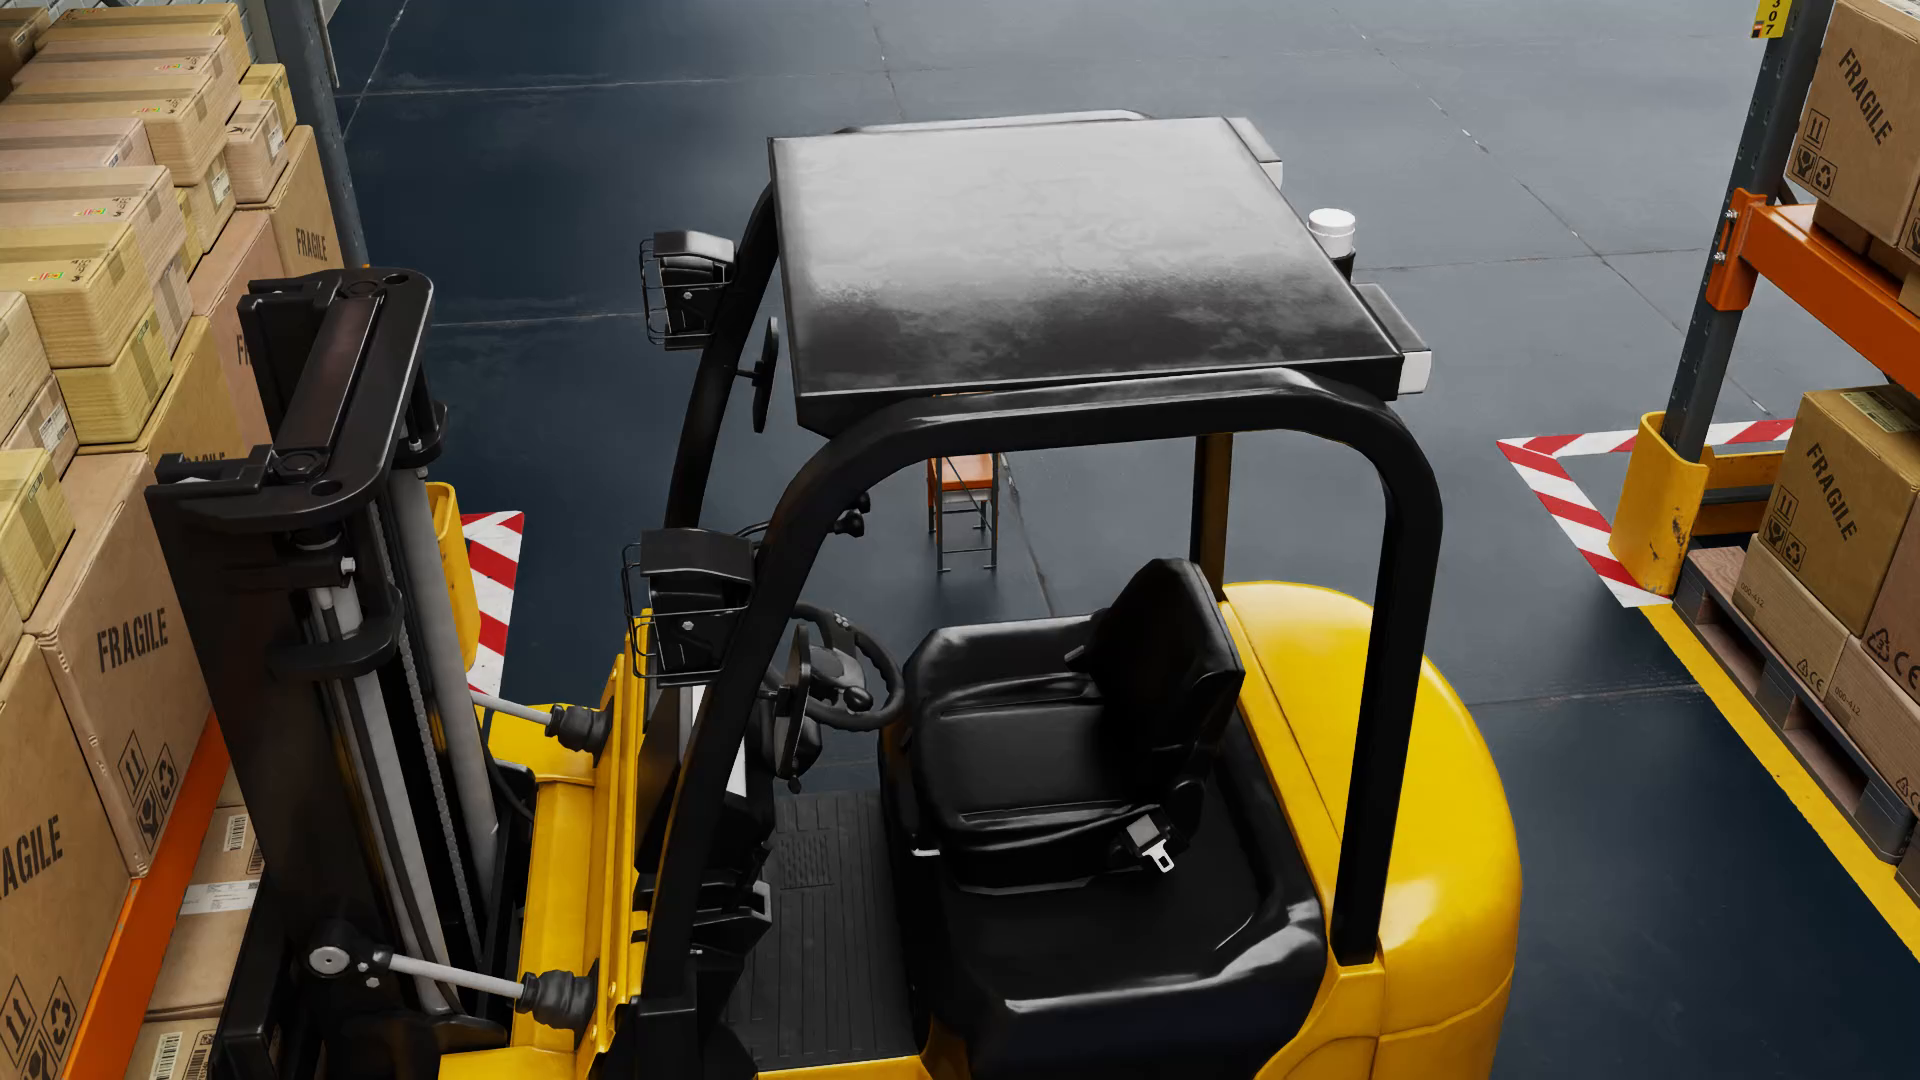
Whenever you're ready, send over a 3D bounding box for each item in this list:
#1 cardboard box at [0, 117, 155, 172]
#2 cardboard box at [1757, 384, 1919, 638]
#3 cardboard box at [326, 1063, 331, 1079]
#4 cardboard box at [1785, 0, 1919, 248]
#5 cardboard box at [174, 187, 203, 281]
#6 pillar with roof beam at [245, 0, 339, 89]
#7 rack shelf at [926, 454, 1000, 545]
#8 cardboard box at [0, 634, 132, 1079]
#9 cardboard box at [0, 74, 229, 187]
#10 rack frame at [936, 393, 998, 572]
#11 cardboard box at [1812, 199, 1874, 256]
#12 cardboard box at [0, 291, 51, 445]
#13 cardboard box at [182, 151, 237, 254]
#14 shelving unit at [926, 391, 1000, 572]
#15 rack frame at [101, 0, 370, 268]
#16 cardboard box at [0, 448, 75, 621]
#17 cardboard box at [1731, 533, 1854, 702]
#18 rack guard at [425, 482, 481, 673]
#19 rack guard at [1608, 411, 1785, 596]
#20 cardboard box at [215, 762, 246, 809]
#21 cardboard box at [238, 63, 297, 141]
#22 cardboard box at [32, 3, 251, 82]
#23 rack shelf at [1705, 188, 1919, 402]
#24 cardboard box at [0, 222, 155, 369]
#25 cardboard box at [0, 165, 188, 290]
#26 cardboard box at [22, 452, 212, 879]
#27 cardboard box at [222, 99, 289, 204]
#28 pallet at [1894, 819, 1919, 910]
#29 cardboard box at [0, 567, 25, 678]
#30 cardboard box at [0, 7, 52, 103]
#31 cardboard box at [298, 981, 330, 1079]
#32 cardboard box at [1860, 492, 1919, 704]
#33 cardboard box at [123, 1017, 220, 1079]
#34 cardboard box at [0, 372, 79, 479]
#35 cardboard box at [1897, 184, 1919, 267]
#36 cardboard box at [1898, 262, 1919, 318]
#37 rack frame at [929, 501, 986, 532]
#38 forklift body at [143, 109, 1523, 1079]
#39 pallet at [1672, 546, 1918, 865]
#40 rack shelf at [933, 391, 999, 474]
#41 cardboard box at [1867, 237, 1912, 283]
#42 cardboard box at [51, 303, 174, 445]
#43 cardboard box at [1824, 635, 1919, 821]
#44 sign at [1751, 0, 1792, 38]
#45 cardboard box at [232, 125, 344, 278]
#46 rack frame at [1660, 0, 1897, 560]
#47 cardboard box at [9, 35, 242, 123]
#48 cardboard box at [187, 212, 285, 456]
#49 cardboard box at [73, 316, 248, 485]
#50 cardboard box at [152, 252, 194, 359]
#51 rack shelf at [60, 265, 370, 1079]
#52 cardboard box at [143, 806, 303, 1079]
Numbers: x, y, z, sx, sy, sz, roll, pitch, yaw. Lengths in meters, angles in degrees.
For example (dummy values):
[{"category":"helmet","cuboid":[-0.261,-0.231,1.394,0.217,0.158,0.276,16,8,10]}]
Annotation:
[{"category":"cardboard box","cuboid":[-1.763,-0.681,3.156,0.380,0.149,0.250,-4,34,-6]},{"category":"cardboard box","cuboid":[2.650,-0.097,4.631,0.500,0.500,0.500,-5,35,-8]},{"category":"cardboard box","cuboid":[-1.522,1.191,3.407,0.500,0.250,0.500,-3,34,-5]},{"category":"cardboard box","cuboid":[2.601,-1.113,4.366,0.500,0.500,0.500,-5,35,-7]},{"category":"cardboard box","cuboid":[-1.722,-0.564,3.249,0.380,0.149,0.250,-5,35,-7]},{"category":"pillar with roof beam","cuboid":[0.553,-6.552,7.374,9.100,9.000,0.400,-4,35,-6]},{"category":"rack shelf","cuboid":[0.007,-0.166,5.573,0.215,0.259,0.240,-4,35,-6]},{"category":"cardboard box","cuboid":[-1.525,0.496,2.270,0.500,0.500,0.500,-5,35,-7]},{"category":"cardboard box","cuboid":[-1.723,-0.825,3.368,0.380,0.149,0.250,-4,34,-5]},{"category":"rack frame","cuboid":[0.024,-0.336,5.311,0.200,1.050,0.008,-4,35,-6]},{"category":"cardboard box","cuboid":[2.653,-0.925,4.667,0.380,0.149,0.250,-4,35,-6]},{"category":"cardboard box","cuboid":[-1.637,-0.249,2.523,0.380,0.149,0.250,-4,34,-6]},{"category":"cardboard box","cuboid":[-1.744,-0.703,3.454,0.380,0.149,0.250,-4,34,-5]},{"category":"shelving unit","cuboid":[0.007,-0.404,5.411,0.215,1.050,0.252,-4,35,-6]},{"category":"rack frame","cuboid":[-2.106,-0.856,4.342,1.000,3.000,0.127,-4,35,-6]},{"category":"cardboard box","cuboid":[-1.539,0.005,2.415,0.380,0.149,0.250,-5,35,-7]},{"category":"cardboard box","cuboid":[2.646,0.200,4.862,0.500,0.250,0.500,-5,35,-7]},{"category":"rack guard","cuboid":[-2.109,0.164,5.066,1.175,0.500,0.348,-4,35,-6]},{"category":"rack guard","cuboid":[2.822,-0.159,5.539,1.175,0.500,0.348,-4,35,-6]},{"category":"cardboard box","cuboid":[-1.583,0.492,3.545,0.500,0.250,0.500,-4,34,-6]},{"category":"cardboard box","cuboid":[-1.782,-0.993,3.879,0.380,0.149,0.250,-4,34,-6]},{"category":"cardboard box","cuboid":[-1.849,-1.104,3.778,0.380,0.149,0.250,-4,35,-6]},{"category":"rack shelf","cuboid":[3.081,0.179,3.462,1.077,0.370,4.000,-4,35,-6]},{"category":"cardboard box","cuboid":[-1.578,-0.400,2.744,0.380,0.149,0.250,-4,34,-5]},{"category":"cardboard box","cuboid":[-1.618,-0.544,2.955,0.380,0.149,0.250,-4,34,-5]},{"category":"cardboard box","cuboid":[-1.571,0.213,2.685,0.500,0.500,0.500,-4,34,-6]},{"category":"cardboard box","cuboid":[-1.718,-0.853,3.673,0.380,0.149,0.250,-4,34,-6]},{"category":"pallet","cuboid":[3.057,1.096,3.954,1.003,0.211,1.213,-4,35,-6]},{"category":"cardboard box","cuboid":[-1.494,0.153,2.198,0.380,0.149,0.250,-5,35,-8]},{"category":"cardboard box","cuboid":[-2.273,-1.085,3.749,0.380,0.149,0.250,-5,35,-7]},{"category":"cardboard box","cuboid":[-1.520,0.995,3.251,0.500,0.250,0.500,-4,35,-7]},{"category":"cardboard box","cuboid":[2.725,0.195,4.204,0.500,0.500,0.500,-6,35,-8]},{"category":"cardboard box","cuboid":[-1.459,1.069,2.698,0.500,0.250,0.500,-3,34,-5]},{"category":"cardboard box","cuboid":[-1.641,-0.133,2.617,0.380,0.149,0.250,-5,35,-7]},{"category":"cardboard box","cuboid":[2.674,-0.824,3.943,0.500,0.500,0.500,-3,34,-5]},{"category":"cardboard box","cuboid":[2.656,-0.631,4.235,0.380,0.149,0.250,-5,35,-8]},{"category":"rack frame","cuboid":[-0.009,-0.472,5.510,0.200,1.050,0.008,-4,35,-6]},{"category":"forklift body","cuboid":[-0.043,0.415,3.231,2.313,2.155,1.214,-4,35,-6]},{"category":"pallet","cuboid":[2.896,0.417,4.951,1.003,0.211,1.213,-4,35,-6]},{"category":"rack shelf","cuboid":[0.007,-0.395,5.416,0.215,0.259,0.240,-4,35,-6]},{"category":"cardboard box","cuboid":[2.701,-0.785,4.461,0.380,0.149,0.250,-4,34,-6]},{"category":"cardboard box","cuboid":[-1.585,-0.279,2.831,0.380,0.149,0.250,-4,34,-6]},{"category":"cardboard box","cuboid":[2.708,0.485,4.443,0.500,0.250,0.500,-3,34,-5]},{"category":"sign","cuboid":[2.274,-1.551,4.593,0.100,0.325,0.005,-4,35,-6]},{"category":"cardboard box","cuboid":[-1.780,-0.643,3.940,0.500,0.500,0.500,-5,35,-7]},{"category":"rack frame","cuboid":[2.812,-1.234,4.897,1.000,3.000,0.127,-4,35,-6]},{"category":"cardboard box","cuboid":[-1.785,-0.969,3.579,0.380,0.149,0.250,-4,35,-6]},{"category":"cardboard box","cuboid":[-1.719,-0.352,3.515,0.500,0.500,0.500,-3,34,-5]},{"category":"cardboard box","cuboid":[-1.650,-0.066,3.095,0.500,0.500,0.500,-5,35,-7]},{"category":"cardboard box","cuboid":[-1.639,-0.419,3.036,0.380,0.149,0.250,-5,35,-8]},{"category":"rack shelf","cuboid":[-1.837,0.557,2.907,1.077,0.370,4.000,-4,35,-6]},{"category":"cardboard box","cuboid":[-1.522,0.776,3.129,0.500,0.250,0.500,-5,35,-7]}]
